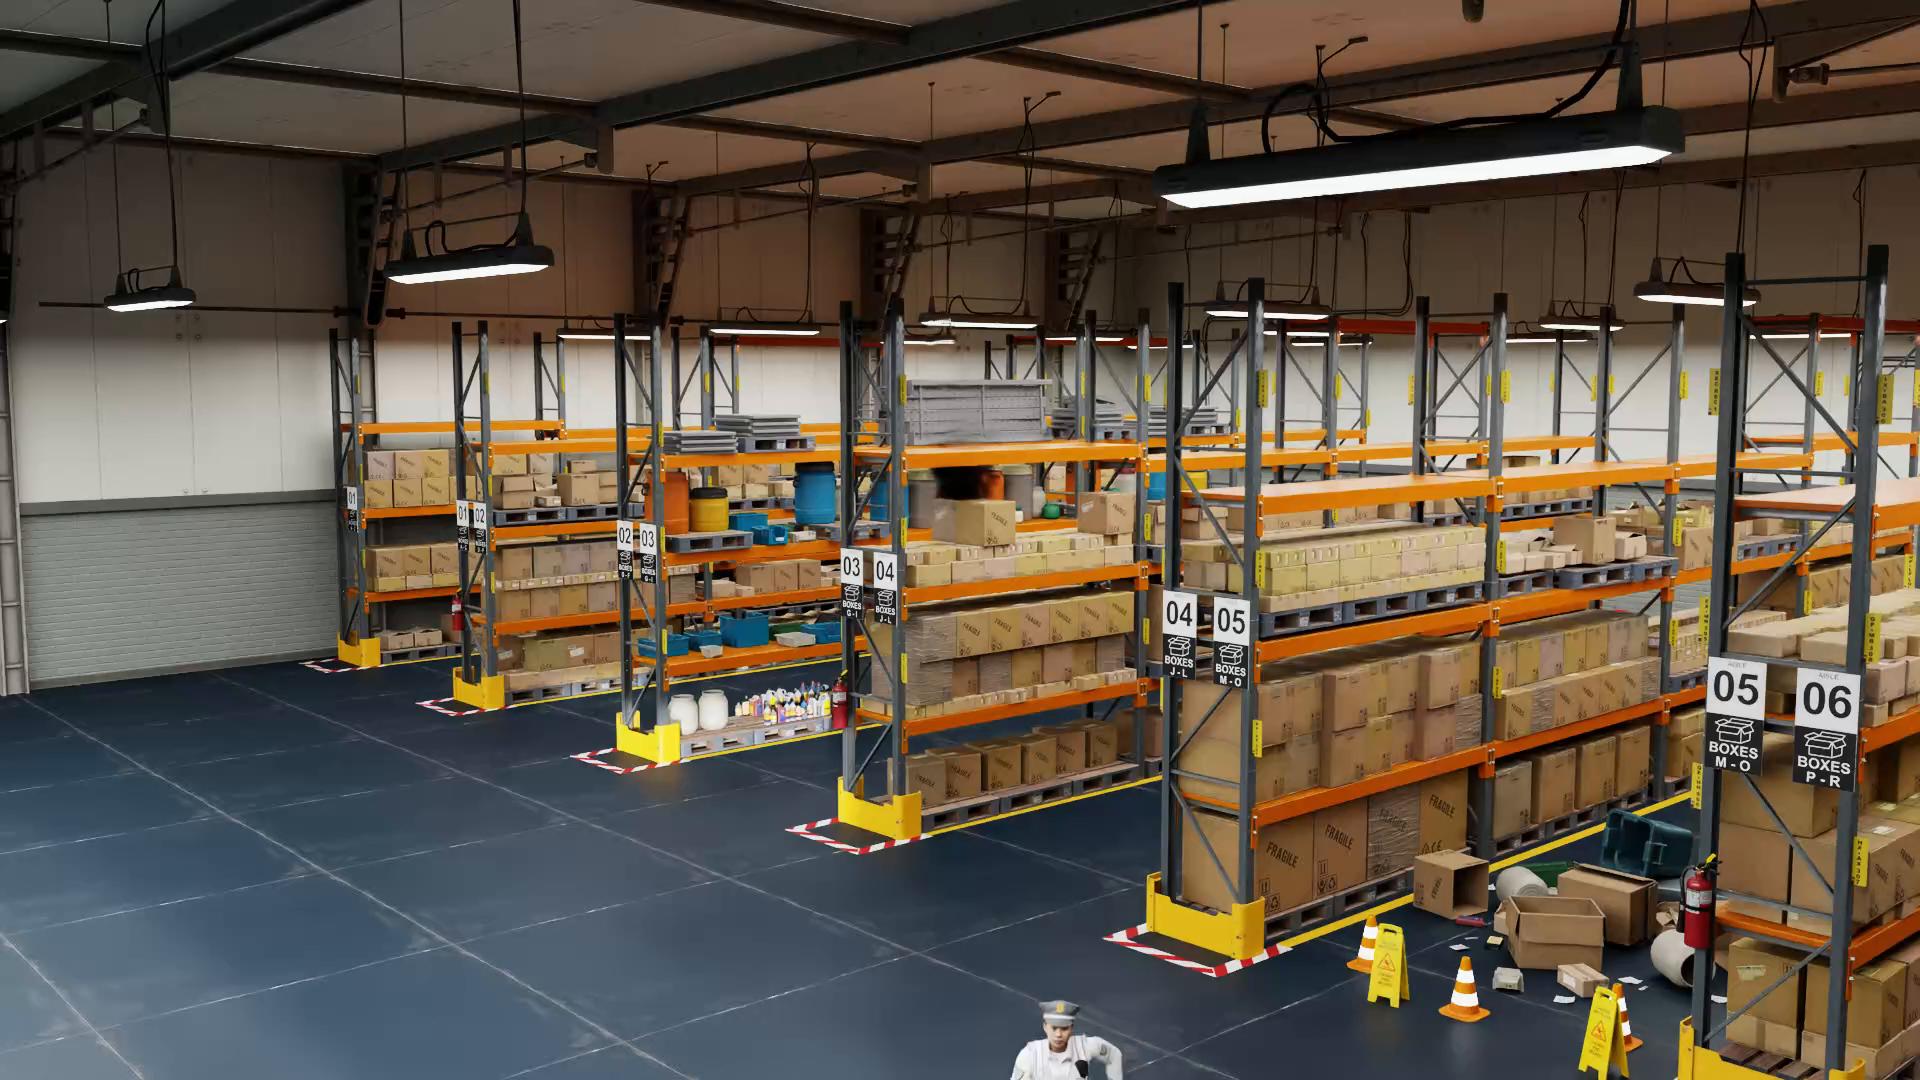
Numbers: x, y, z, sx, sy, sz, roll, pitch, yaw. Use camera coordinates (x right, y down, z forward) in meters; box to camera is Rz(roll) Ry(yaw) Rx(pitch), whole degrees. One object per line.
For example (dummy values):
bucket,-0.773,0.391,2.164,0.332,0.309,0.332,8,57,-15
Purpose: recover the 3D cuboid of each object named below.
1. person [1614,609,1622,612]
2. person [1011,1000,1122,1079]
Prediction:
person,9.516,1.893,24.147,0.985,1.779,0.669,-4,7,-38
person,0.600,3.396,9.494,0.640,1.691,0.801,1,6,7
